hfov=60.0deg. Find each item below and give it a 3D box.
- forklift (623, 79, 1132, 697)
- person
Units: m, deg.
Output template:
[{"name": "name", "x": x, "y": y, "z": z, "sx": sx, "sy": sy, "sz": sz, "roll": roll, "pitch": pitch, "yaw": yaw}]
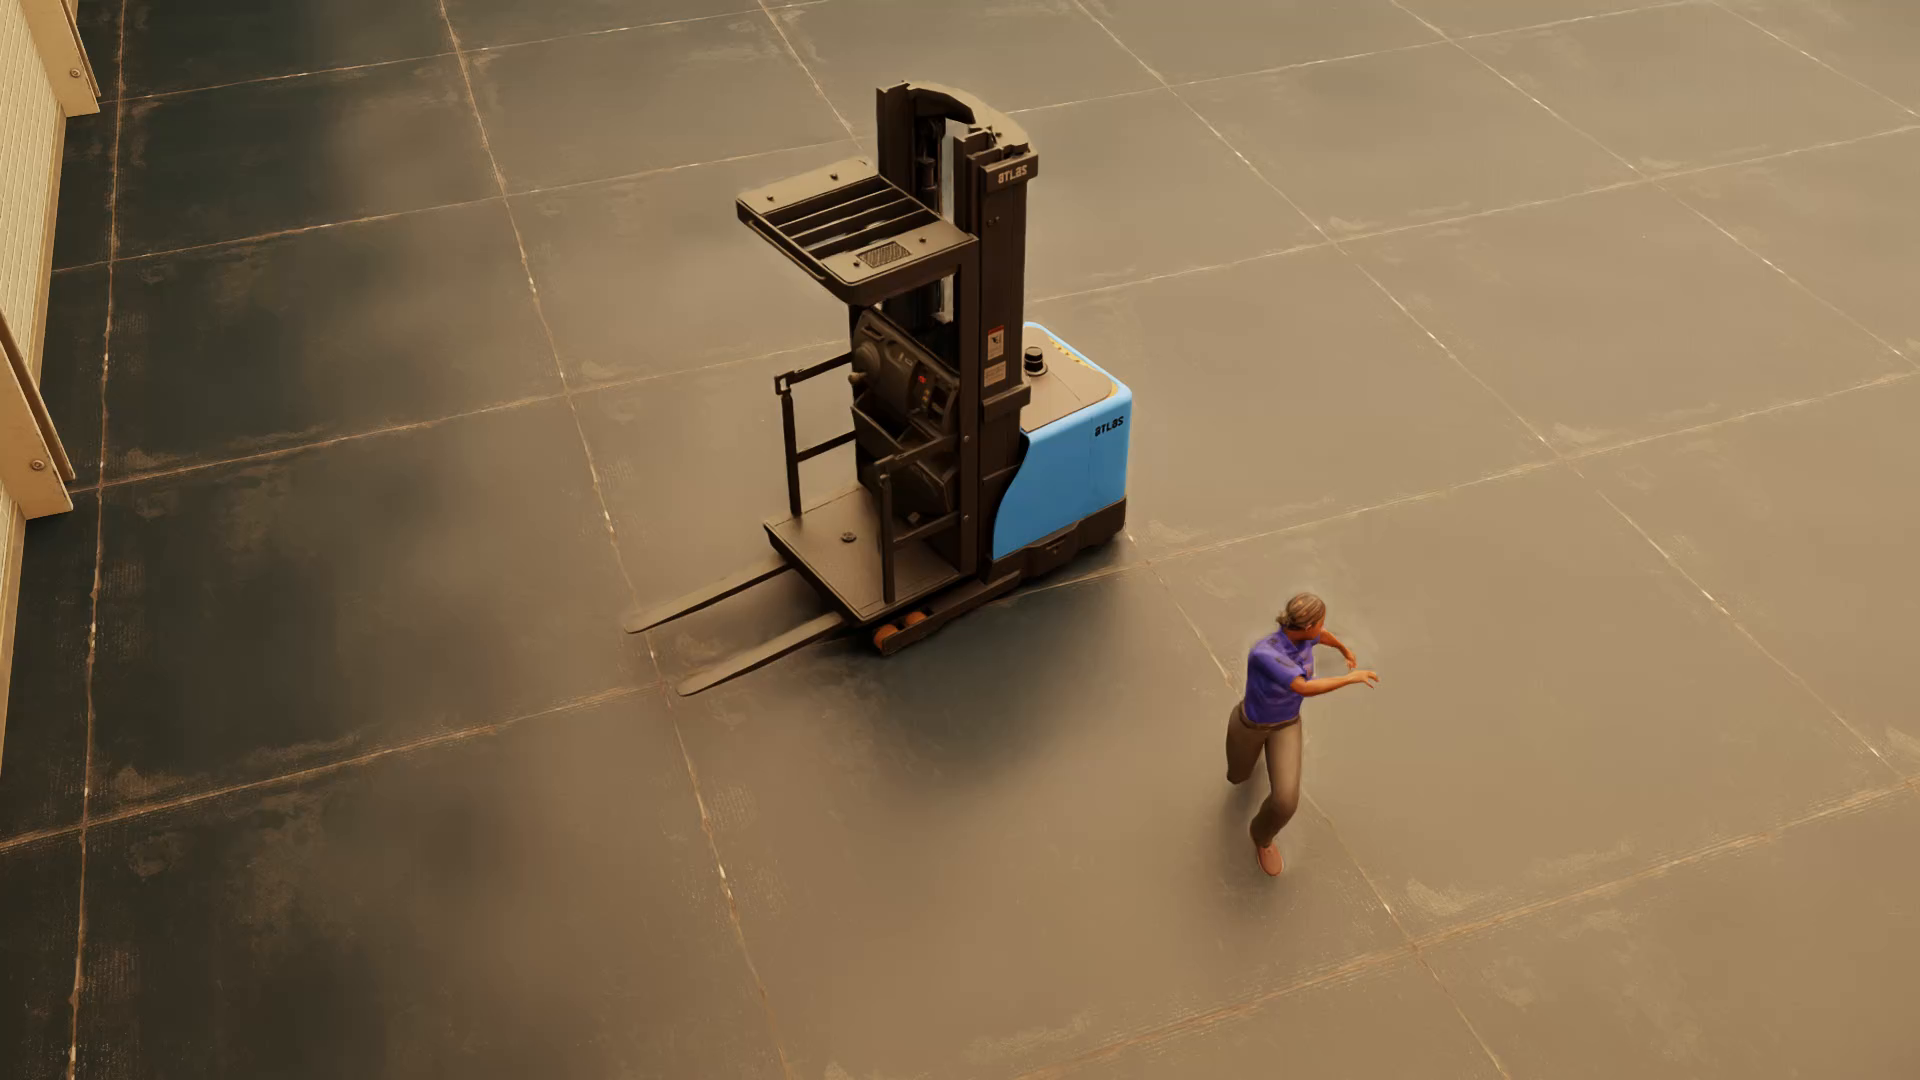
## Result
[{"name": "forklift", "x": -0.474, "y": -0.858, "z": 9.019, "sx": 3.031, "sy": 2.935, "sz": 1.130, "roll": -25, "pitch": 46, "yaw": -27}, {"name": "person", "x": 1.697, "y": 0.843, "z": 8.225, "sx": 0.759, "sy": 1.403, "sz": 0.942, "roll": -5, "pitch": 40, "yaw": -6}]
